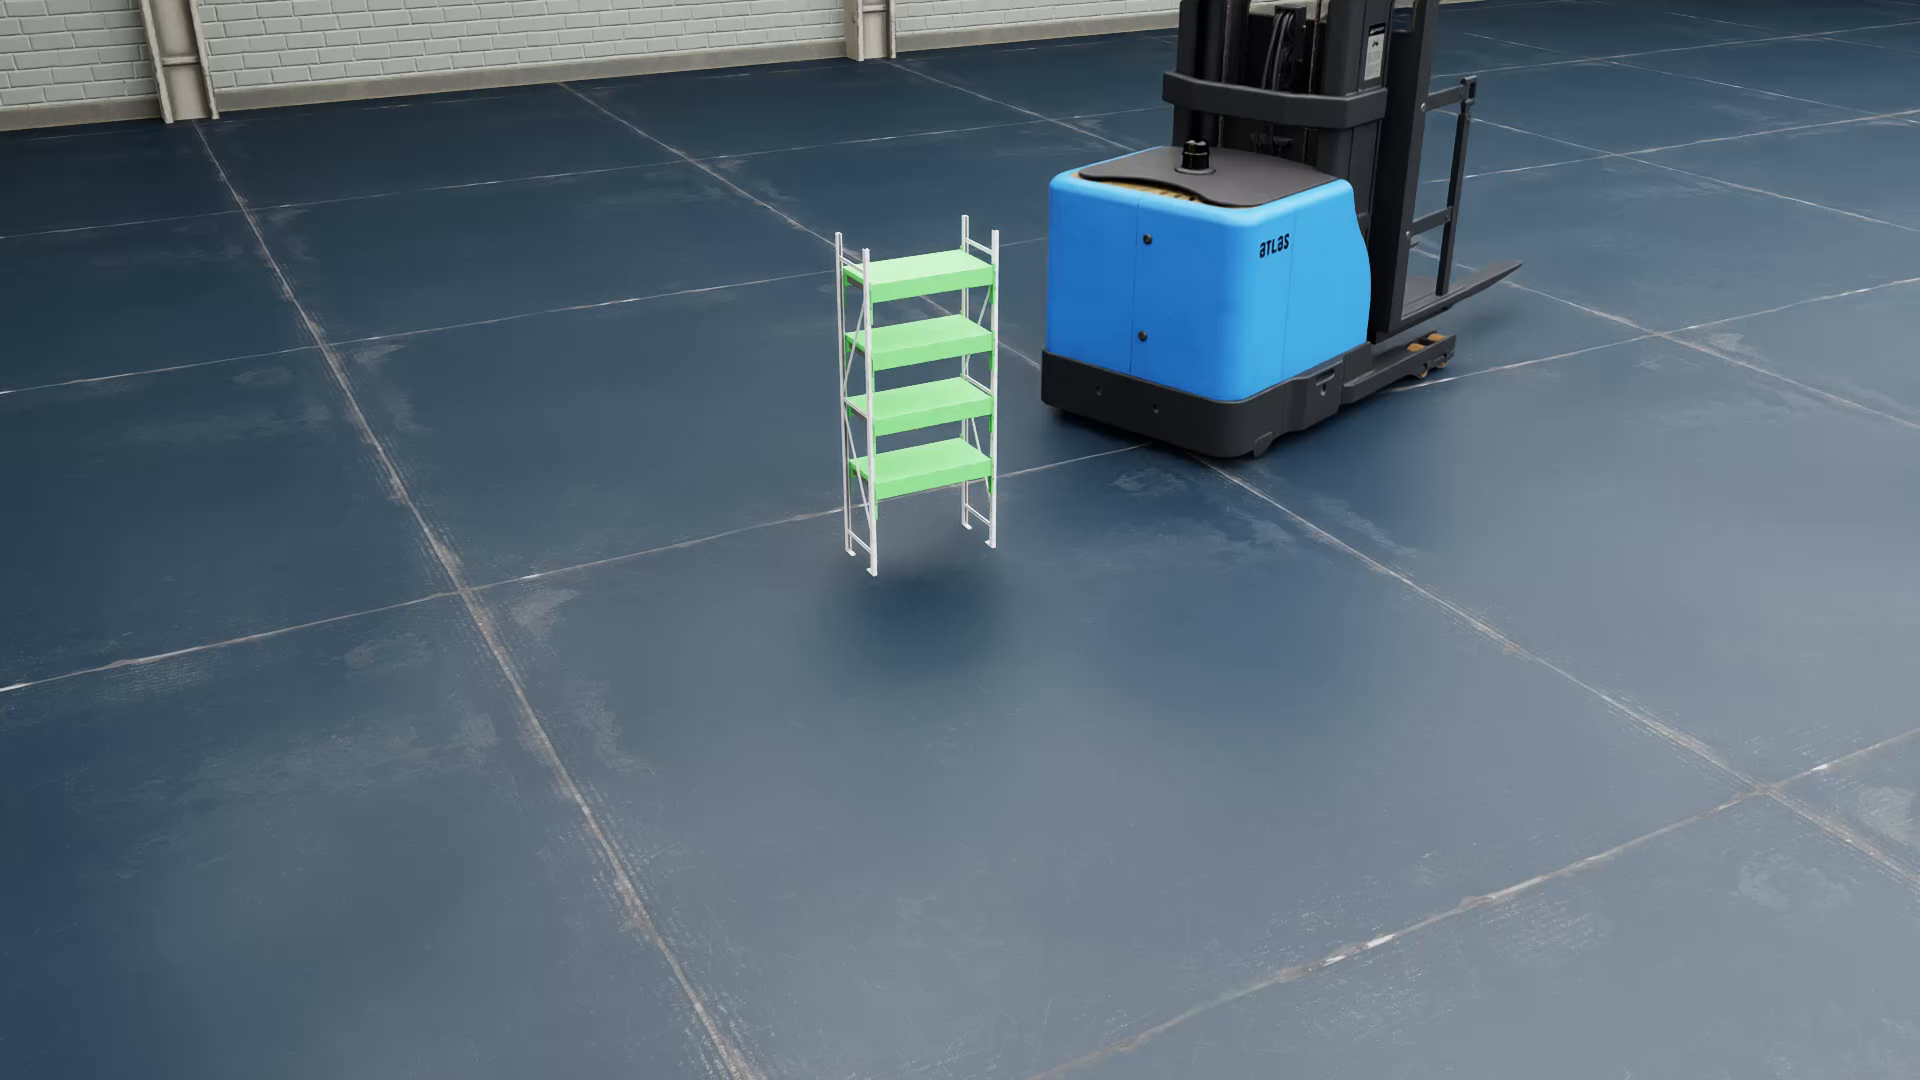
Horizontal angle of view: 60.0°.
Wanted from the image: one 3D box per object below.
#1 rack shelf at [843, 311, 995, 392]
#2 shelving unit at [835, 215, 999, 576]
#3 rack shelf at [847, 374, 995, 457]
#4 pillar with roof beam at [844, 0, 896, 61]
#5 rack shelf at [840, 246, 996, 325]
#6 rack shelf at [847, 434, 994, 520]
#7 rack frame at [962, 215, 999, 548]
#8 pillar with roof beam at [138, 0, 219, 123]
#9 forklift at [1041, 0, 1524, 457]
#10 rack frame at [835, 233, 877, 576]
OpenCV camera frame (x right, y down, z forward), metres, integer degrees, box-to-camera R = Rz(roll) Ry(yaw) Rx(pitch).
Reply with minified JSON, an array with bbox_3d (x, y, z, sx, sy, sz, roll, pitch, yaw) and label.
[{"bbox_3d":[-0.146,-0.666,5.844,0.480,0.148,0.258,-13,29,-25],"label":"rack shelf"},{"bbox_3d":[-0.146,-0.507,5.920,0.503,1.200,0.258,-13,29,-25],"label":"shelving unit"},{"bbox_3d":[-0.146,-0.450,5.948,0.480,0.148,0.258,-13,29,-25],"label":"rack shelf"},{"bbox_3d":[1.175,-7.010,10.454,0.400,9.000,9.100,-13,29,-25],"label":"pillar with roof beam"},{"bbox_3d":[-0.146,-0.882,5.740,0.480,0.148,0.258,-13,29,-25],"label":"rack shelf"},{"bbox_3d":[-0.146,-0.233,6.052,0.480,0.148,0.258,-13,29,-25],"label":"rack shelf"},{"bbox_3d":[0.069,-0.557,6.024,0.015,1.200,0.240,-13,29,-25],"label":"rack frame"},{"bbox_3d":[-4.119,-5.788,7.909,0.400,9.000,9.100,-13,29,-25],"label":"pillar with roof beam"},{"bbox_3d":[1.722,-2.210,7.467,1.130,2.935,3.031,21,33,37],"label":"forklift"},{"bbox_3d":[-0.361,-0.457,5.817,0.015,1.200,0.240,-13,29,-25],"label":"rack frame"}]
